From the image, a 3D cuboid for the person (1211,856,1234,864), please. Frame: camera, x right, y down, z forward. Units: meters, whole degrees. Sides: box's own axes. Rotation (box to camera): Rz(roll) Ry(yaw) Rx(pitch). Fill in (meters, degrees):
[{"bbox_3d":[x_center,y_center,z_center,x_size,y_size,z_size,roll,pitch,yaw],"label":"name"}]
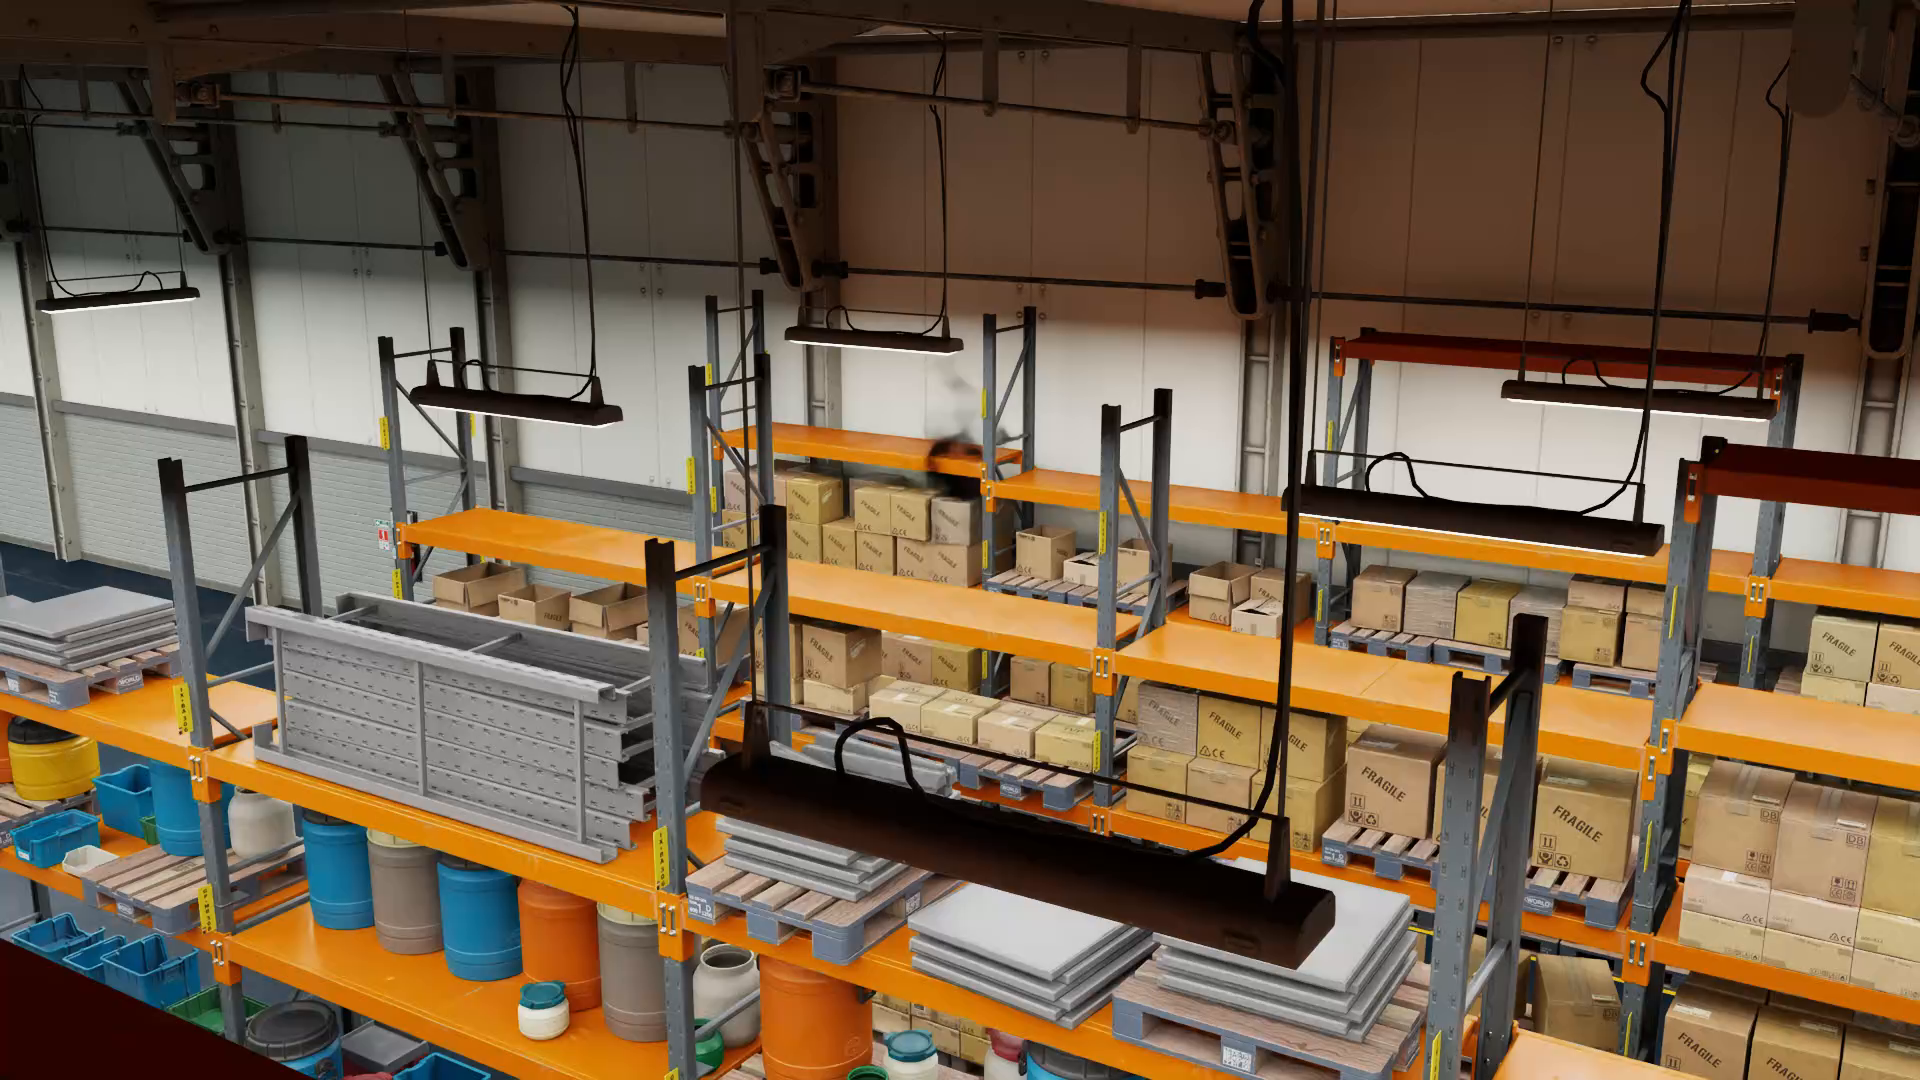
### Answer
[{"bbox_3d":[2.495,3.495,15.860,0.549,1.589,0.607,5,15,20],"label":"person"}]
